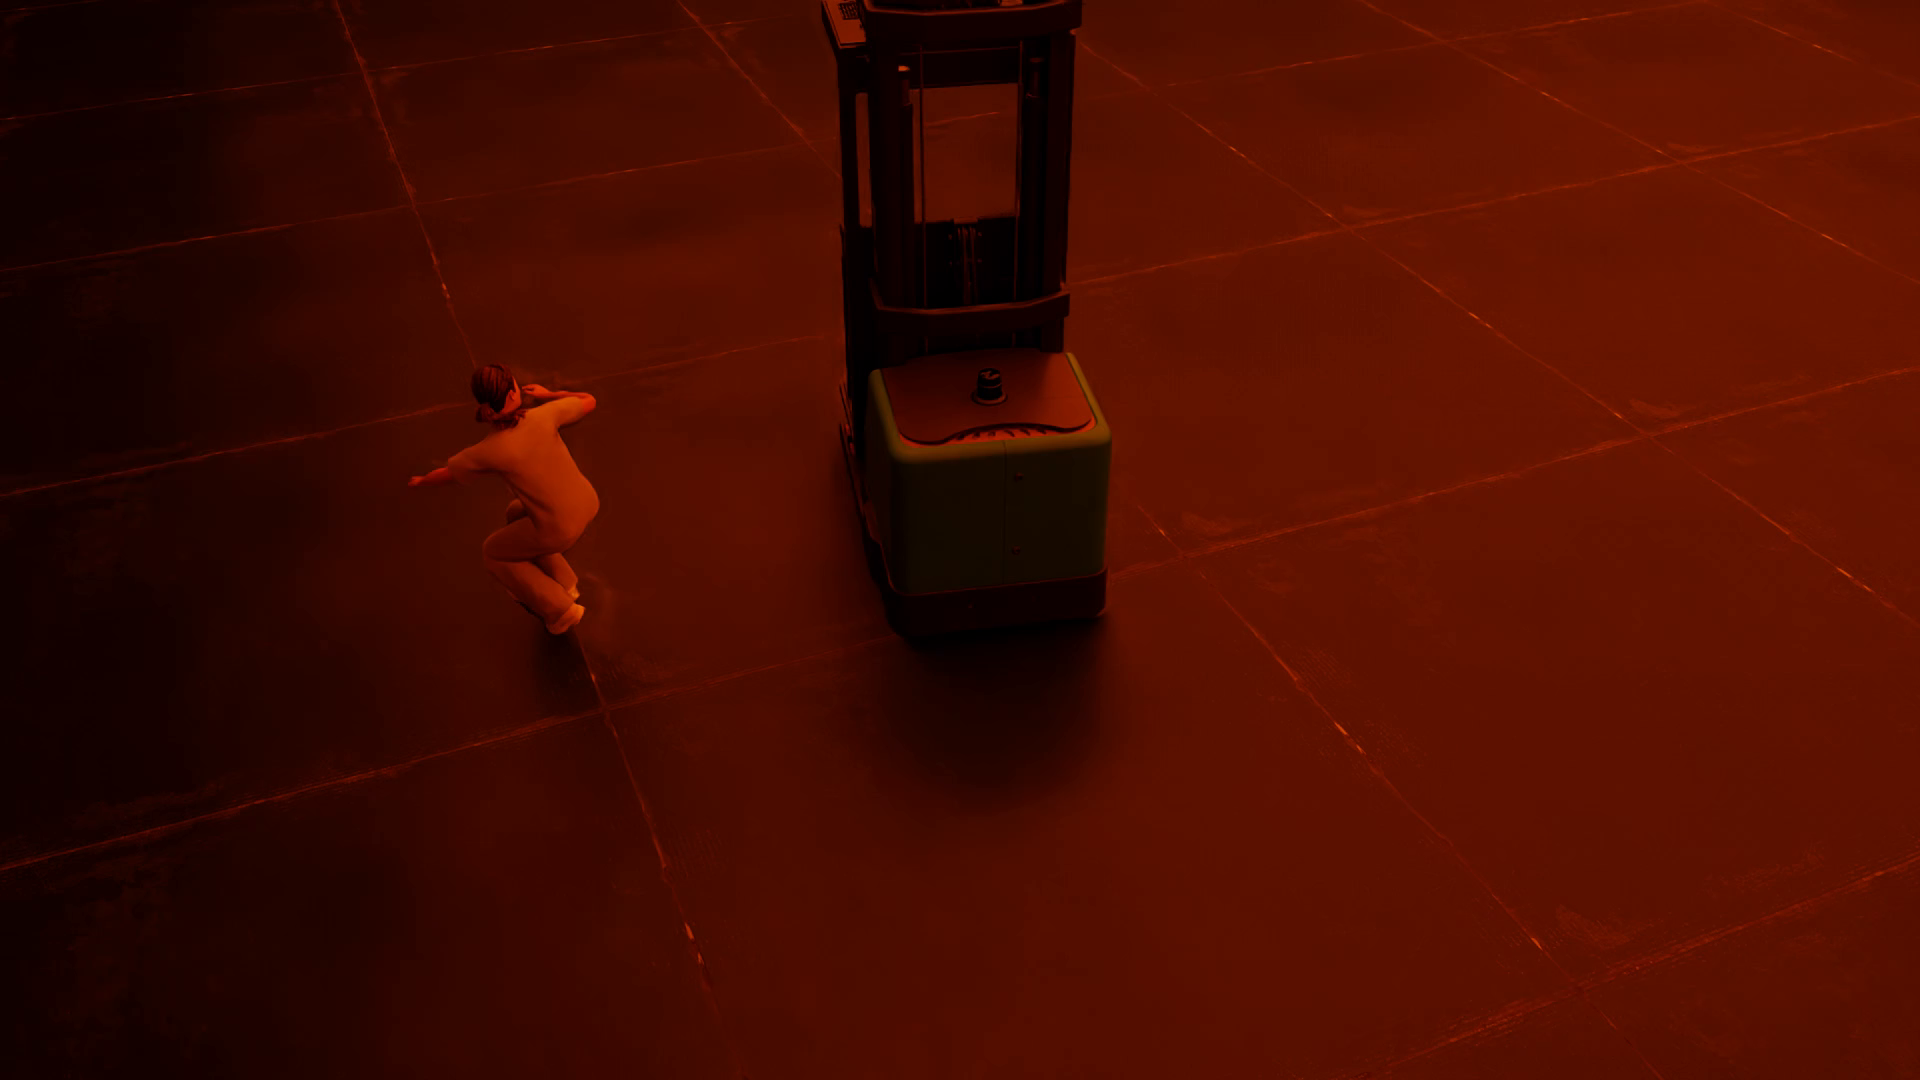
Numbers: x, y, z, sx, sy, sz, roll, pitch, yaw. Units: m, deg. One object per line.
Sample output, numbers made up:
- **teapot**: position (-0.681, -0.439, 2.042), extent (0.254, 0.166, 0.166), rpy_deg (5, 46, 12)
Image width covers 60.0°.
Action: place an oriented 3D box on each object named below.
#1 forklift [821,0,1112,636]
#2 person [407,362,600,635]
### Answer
- **forklift**: position (-0.060, -1.590, 8.335), extent (1.130, 2.935, 3.031), rpy_deg (-6, 36, -8)
- **person**: position (-2.073, -0.246, 7.778), extent (0.877, 1.387, 0.686), rpy_deg (19, 39, 24)
